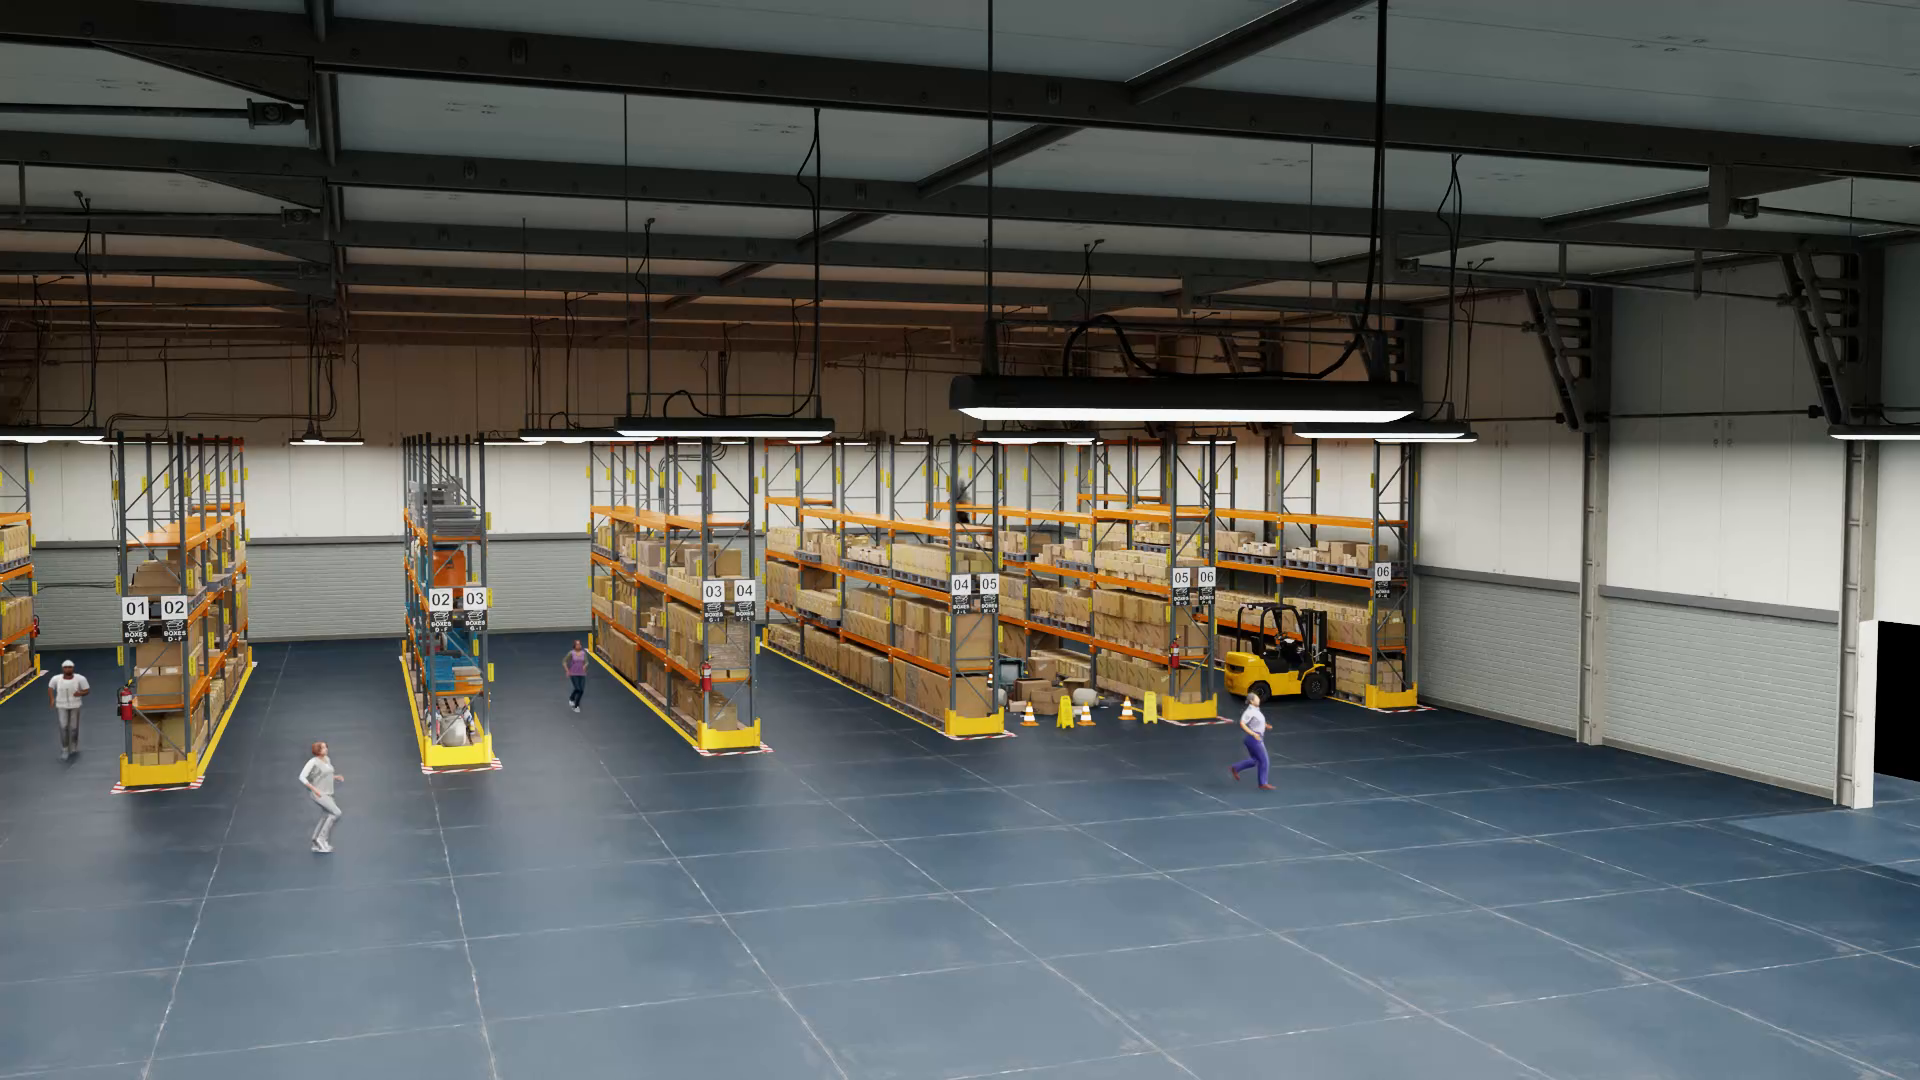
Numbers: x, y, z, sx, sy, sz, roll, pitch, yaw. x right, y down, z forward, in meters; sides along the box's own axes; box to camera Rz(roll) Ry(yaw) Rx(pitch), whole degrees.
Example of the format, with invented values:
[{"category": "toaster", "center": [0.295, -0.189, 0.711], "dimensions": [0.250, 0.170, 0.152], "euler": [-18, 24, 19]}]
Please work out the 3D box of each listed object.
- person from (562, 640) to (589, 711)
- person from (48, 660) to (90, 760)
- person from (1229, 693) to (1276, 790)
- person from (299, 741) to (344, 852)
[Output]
[{"category": "person", "center": [-8.268, 2.942, 35.956], "dimensions": [0.518, 1.564, 0.576], "euler": [-2, 4, -33]}, {"category": "person", "center": [-16.503, 3.113, 30.811], "dimensions": [0.687, 1.793, 0.827], "euler": [-2, 4, -26]}, {"category": "person", "center": [4.907, 3.365, 27.930], "dimensions": [0.813, 1.612, 0.620], "euler": [1, 3, 17]}, {"category": "person", "center": [-8.985, 3.626, 23.525], "dimensions": [0.518, 1.577, 0.517], "euler": [0, 3, 6]}]
